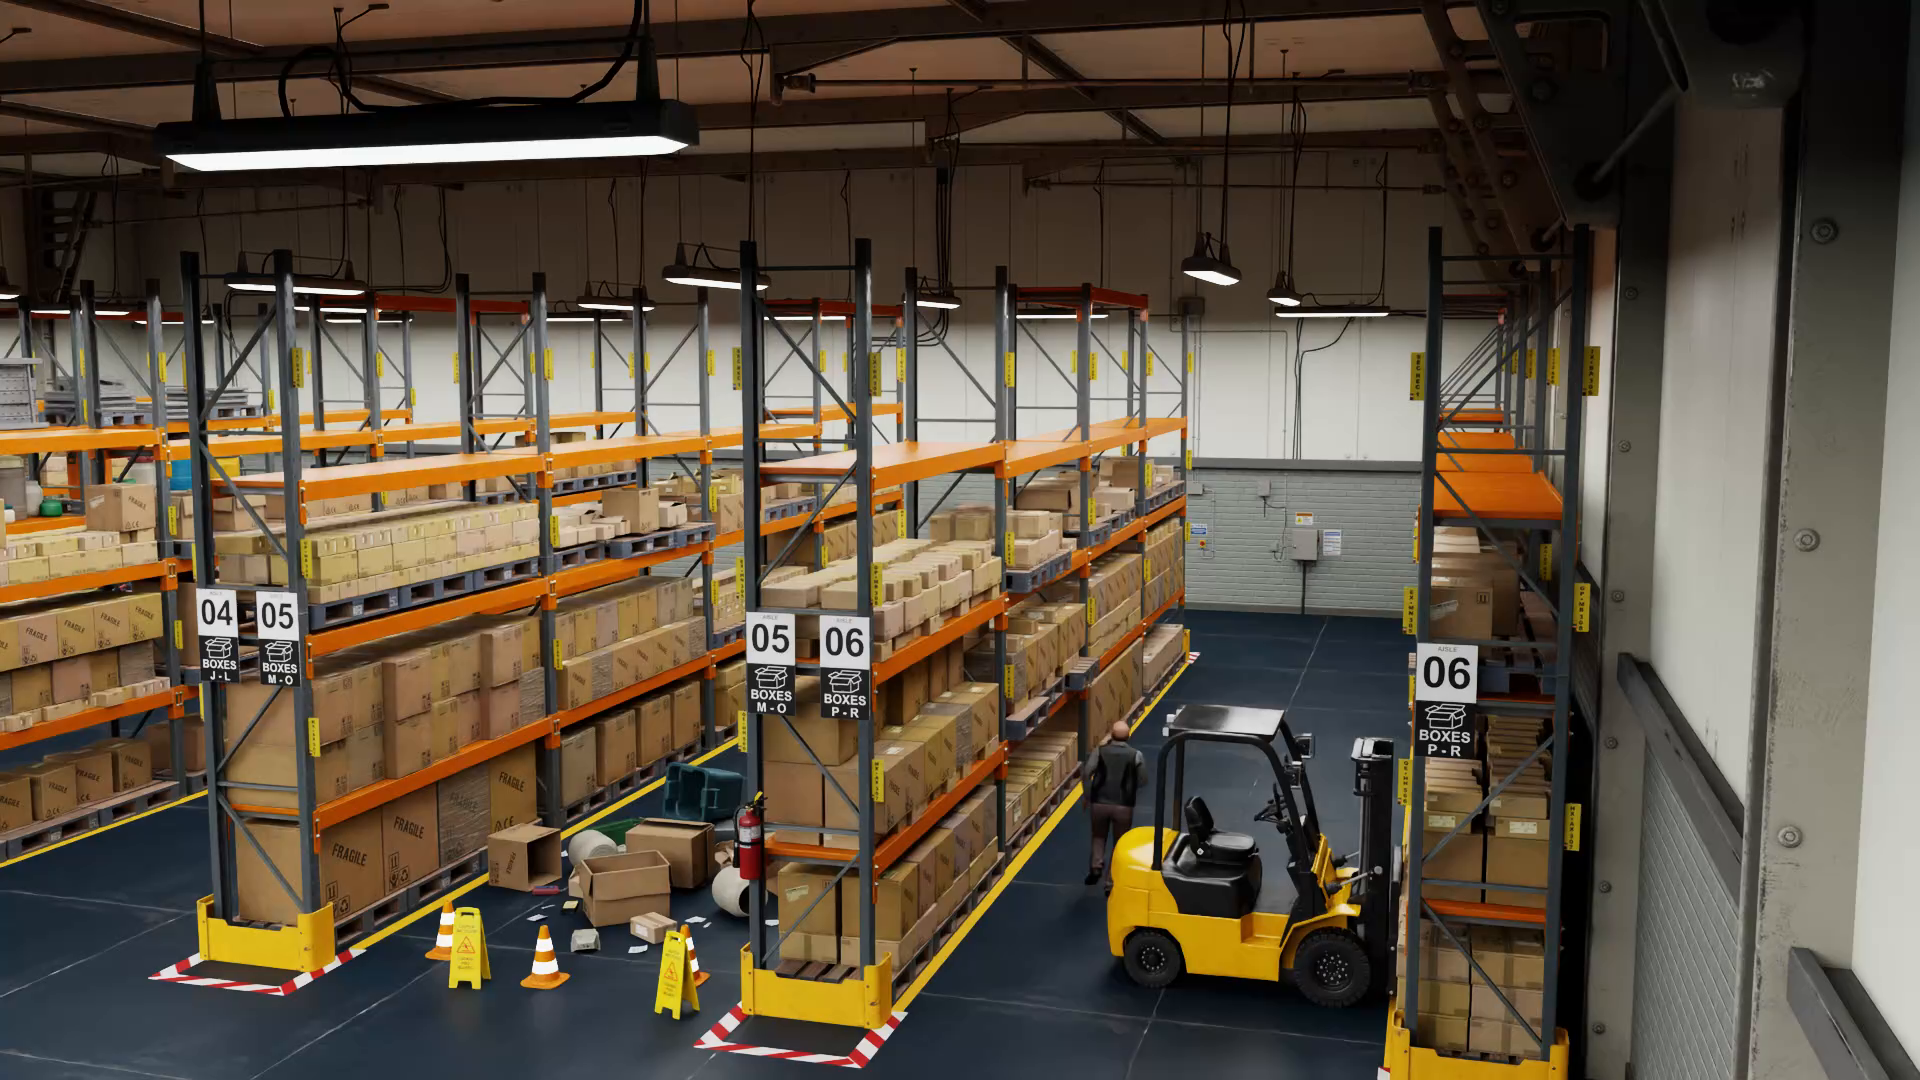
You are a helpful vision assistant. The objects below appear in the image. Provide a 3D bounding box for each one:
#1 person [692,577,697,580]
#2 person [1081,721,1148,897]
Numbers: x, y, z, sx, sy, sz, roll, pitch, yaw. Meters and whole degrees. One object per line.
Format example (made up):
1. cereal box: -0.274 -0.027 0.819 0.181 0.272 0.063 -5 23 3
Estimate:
1. person: -4.109 1.396 26.275 0.643 1.686 0.737 3 7 27
2. person: 1.494 2.566 16.110 0.620 1.627 0.754 2 7 19
